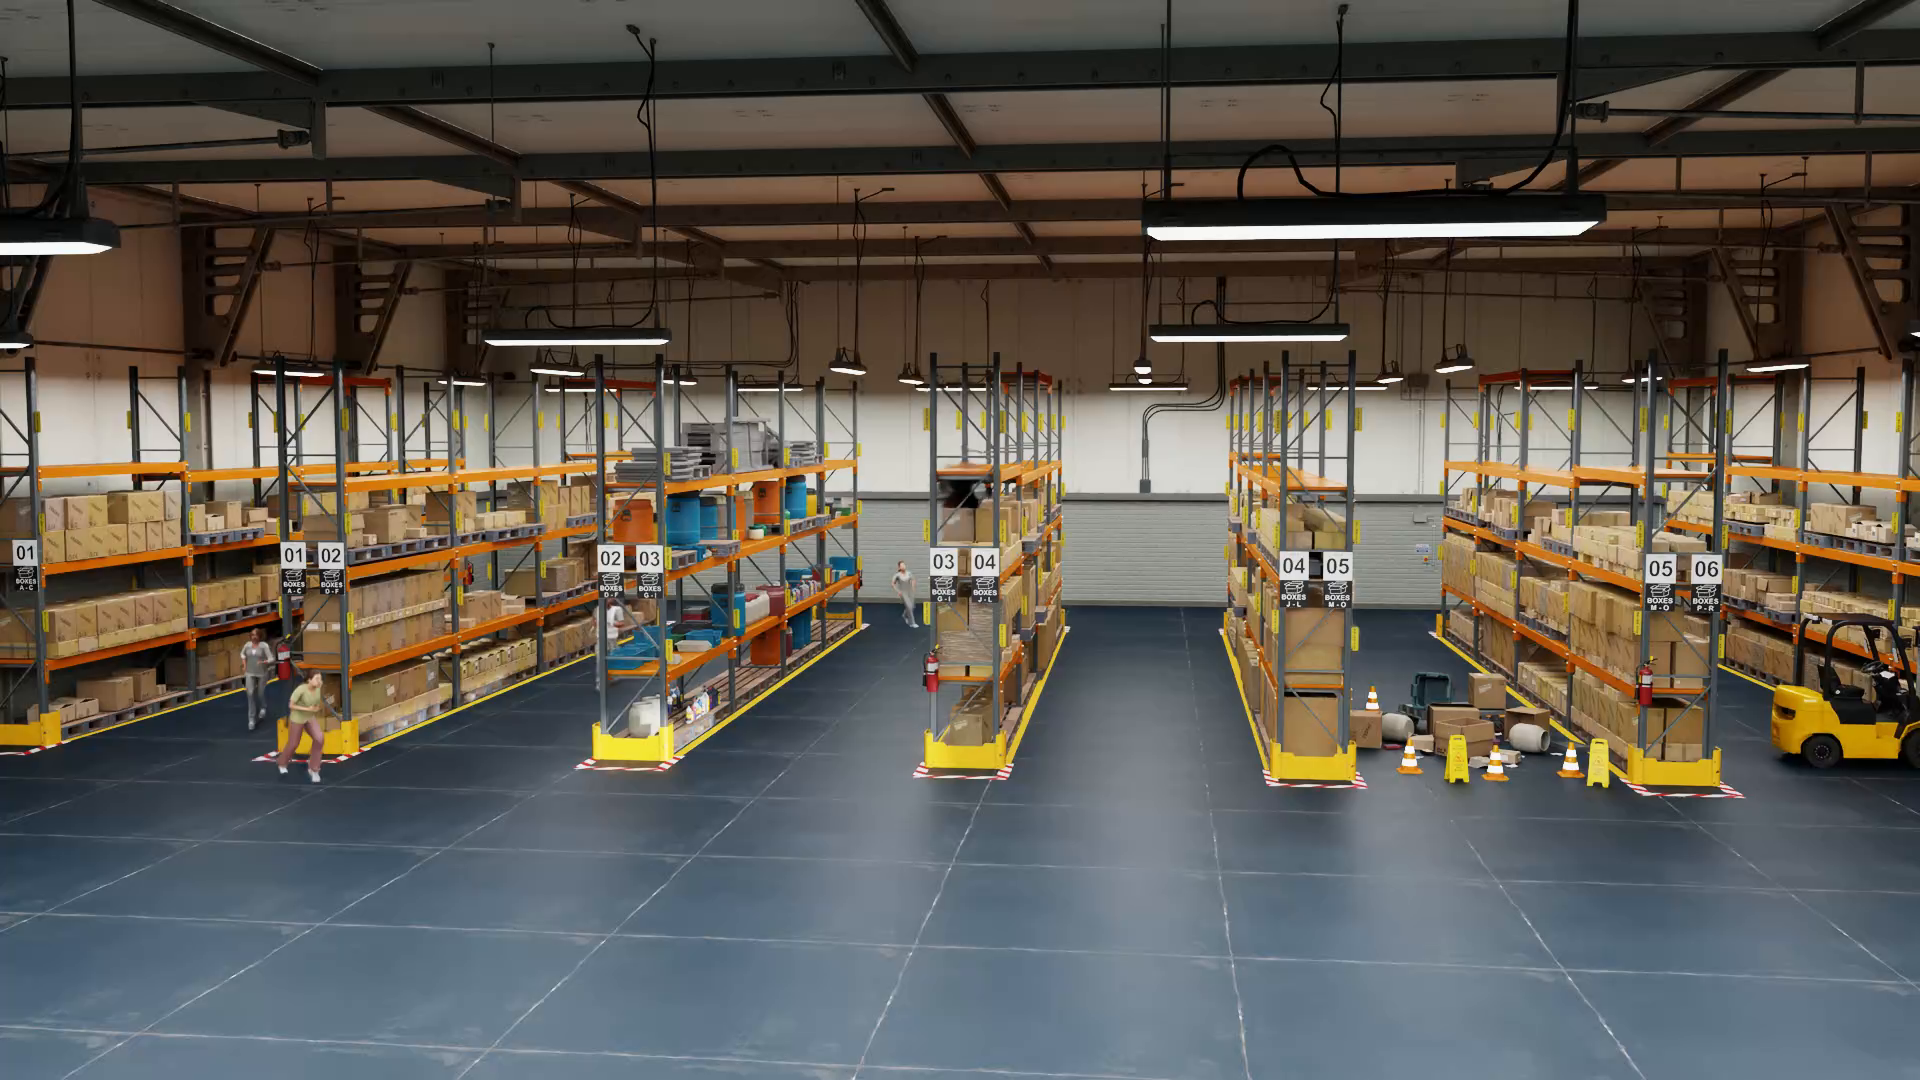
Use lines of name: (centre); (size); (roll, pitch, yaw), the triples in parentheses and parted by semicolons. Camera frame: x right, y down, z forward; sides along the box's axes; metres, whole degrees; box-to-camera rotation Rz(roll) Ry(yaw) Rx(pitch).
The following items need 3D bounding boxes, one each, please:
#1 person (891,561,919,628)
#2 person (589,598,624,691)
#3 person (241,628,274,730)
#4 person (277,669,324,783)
person: (-1.364, 1.322, 40.596); (0.624, 1.616, 0.687); (-2, 5, -27)
person: (-6.652, 1.870, 31.325); (0.681, 1.806, 0.926); (0, 4, 1)
person: (-11.598, 2.252, 27.432); (0.539, 1.613, 0.871); (-1, 4, -14)
person: (-9.260, 2.583, 23.346); (0.950, 1.621, 0.616); (2, 5, 31)
